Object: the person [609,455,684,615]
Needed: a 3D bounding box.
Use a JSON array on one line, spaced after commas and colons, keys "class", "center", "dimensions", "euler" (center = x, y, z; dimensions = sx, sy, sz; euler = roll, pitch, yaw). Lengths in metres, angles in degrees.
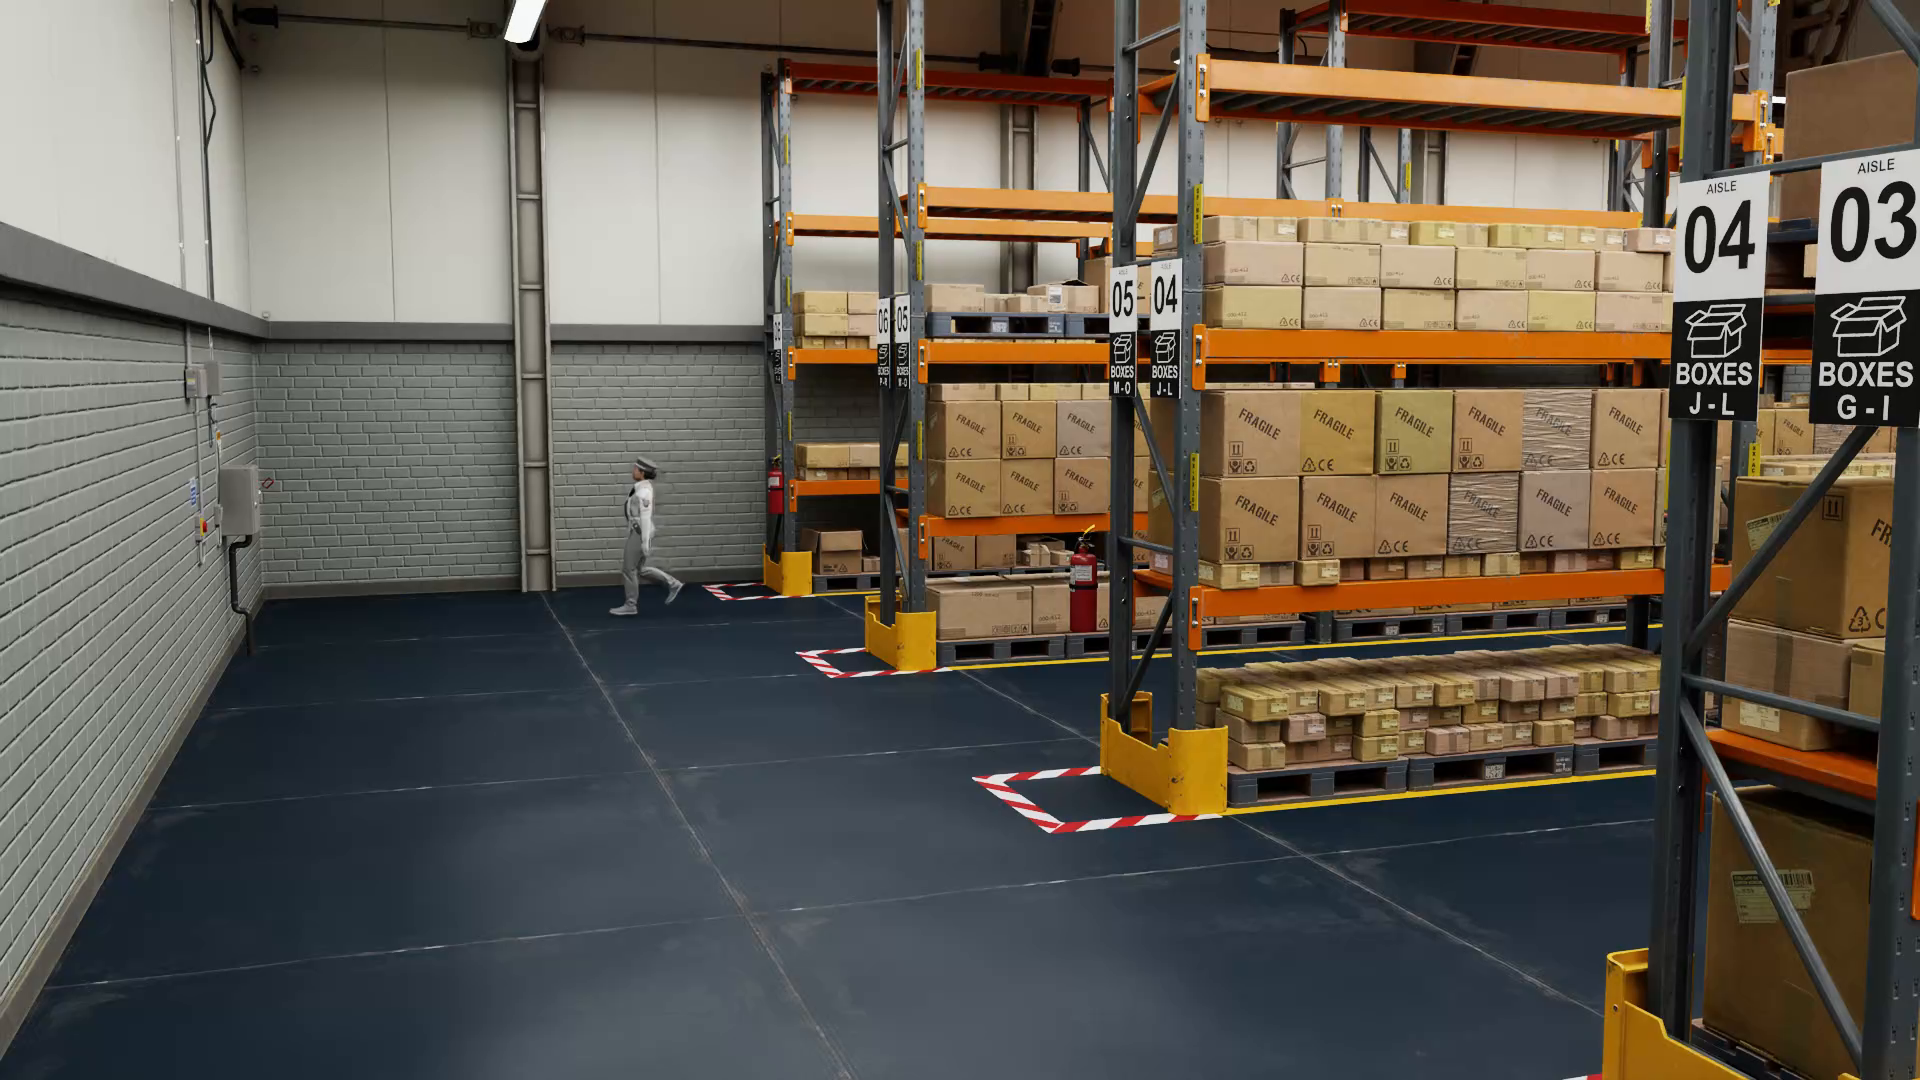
[{"class": "person", "center": [-3.285, -0.057, 17.376], "dimensions": [0.770, 1.663, 0.500], "euler": [-1, 6, -9]}]
